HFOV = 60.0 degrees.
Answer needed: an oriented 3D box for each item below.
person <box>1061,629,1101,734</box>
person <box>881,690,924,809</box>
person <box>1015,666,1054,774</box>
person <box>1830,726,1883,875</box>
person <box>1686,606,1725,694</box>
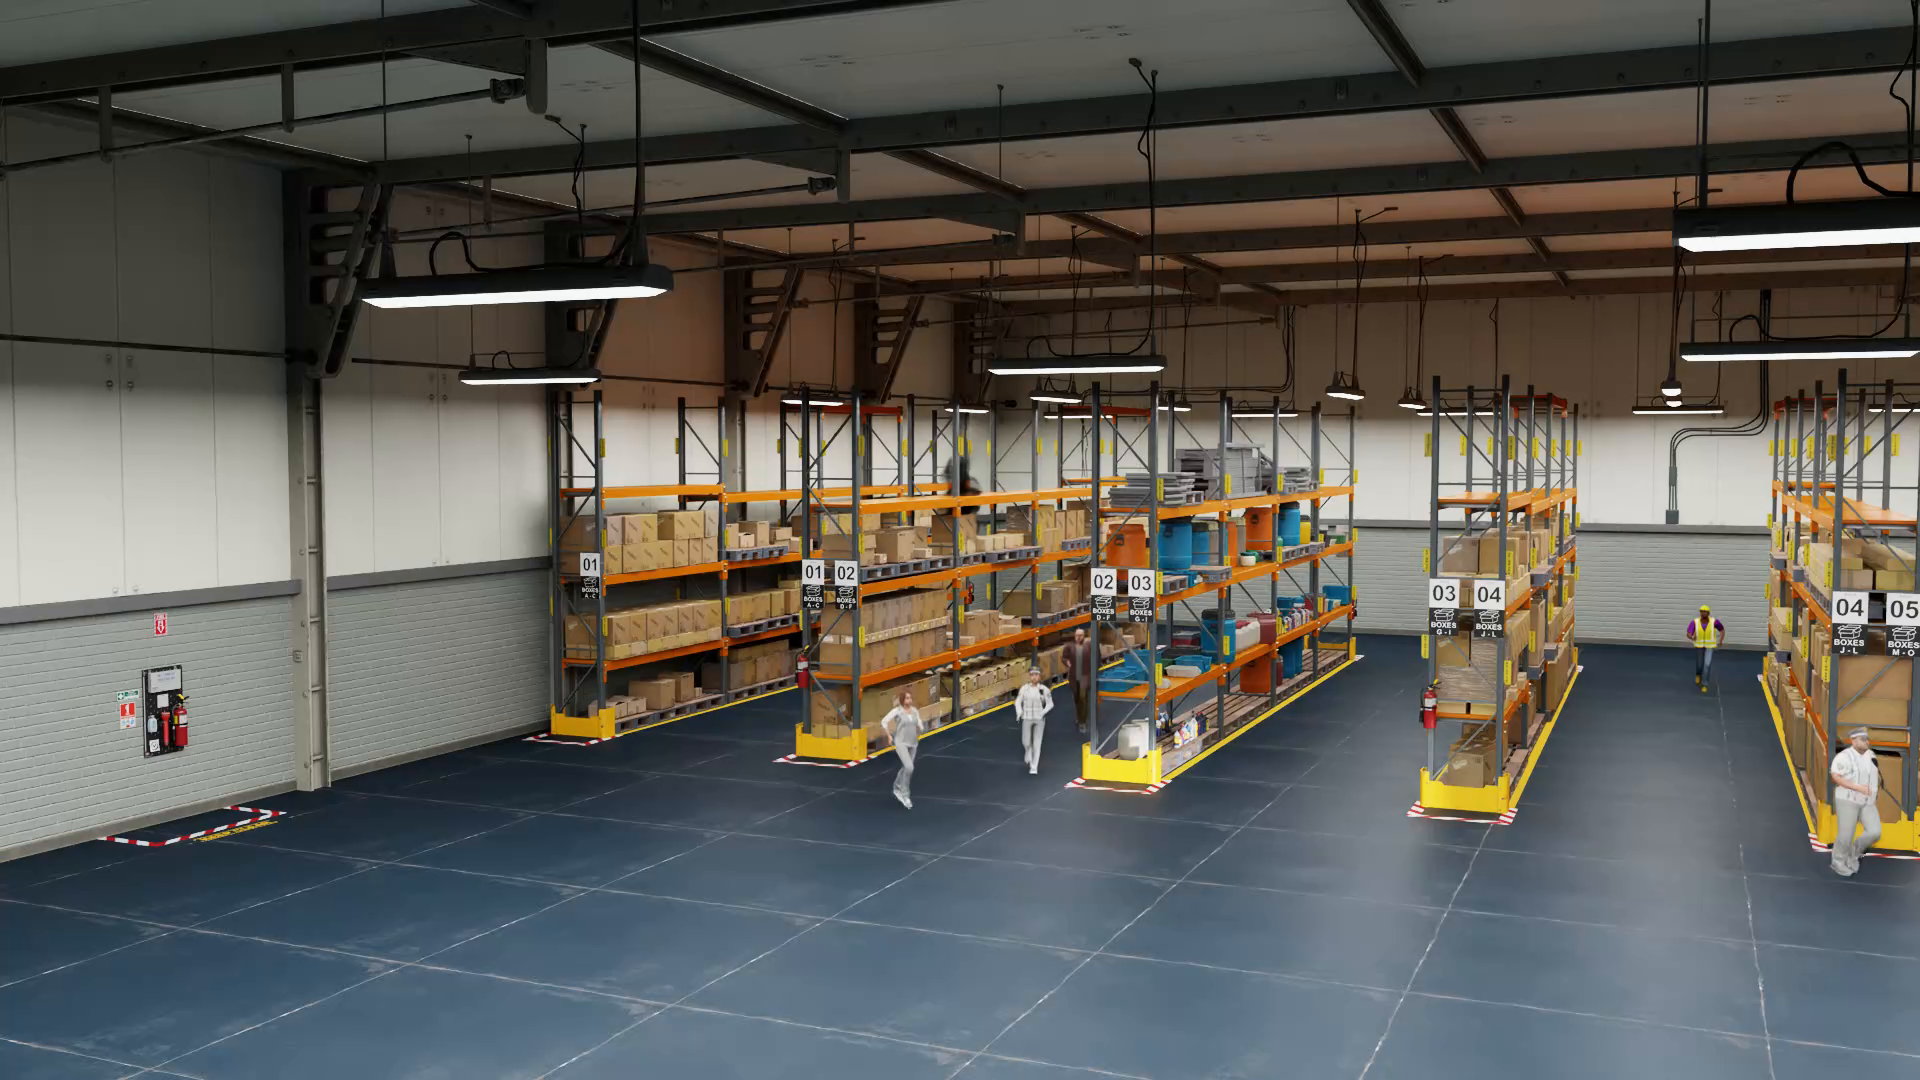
[{"bbox_3d":[2.128,2.483,29.542,0.643,1.835,0.936,1,3,20],"label":"person"},{"bbox_3d":[-0.764,2.915,23.262,0.505,1.641,0.710,-2,4,-38],"label":"person"},{"bbox_3d":[1.138,2.763,25.642,0.605,1.637,0.531,0,3,7],"label":"person"},{"bbox_3d":[10.532,3.053,19.450,0.688,1.757,0.631,0,3,-8],"label":"person"},{"bbox_3d":[15.358,2.226,34.276,0.710,1.771,0.976,2,4,29],"label":"person"}]
